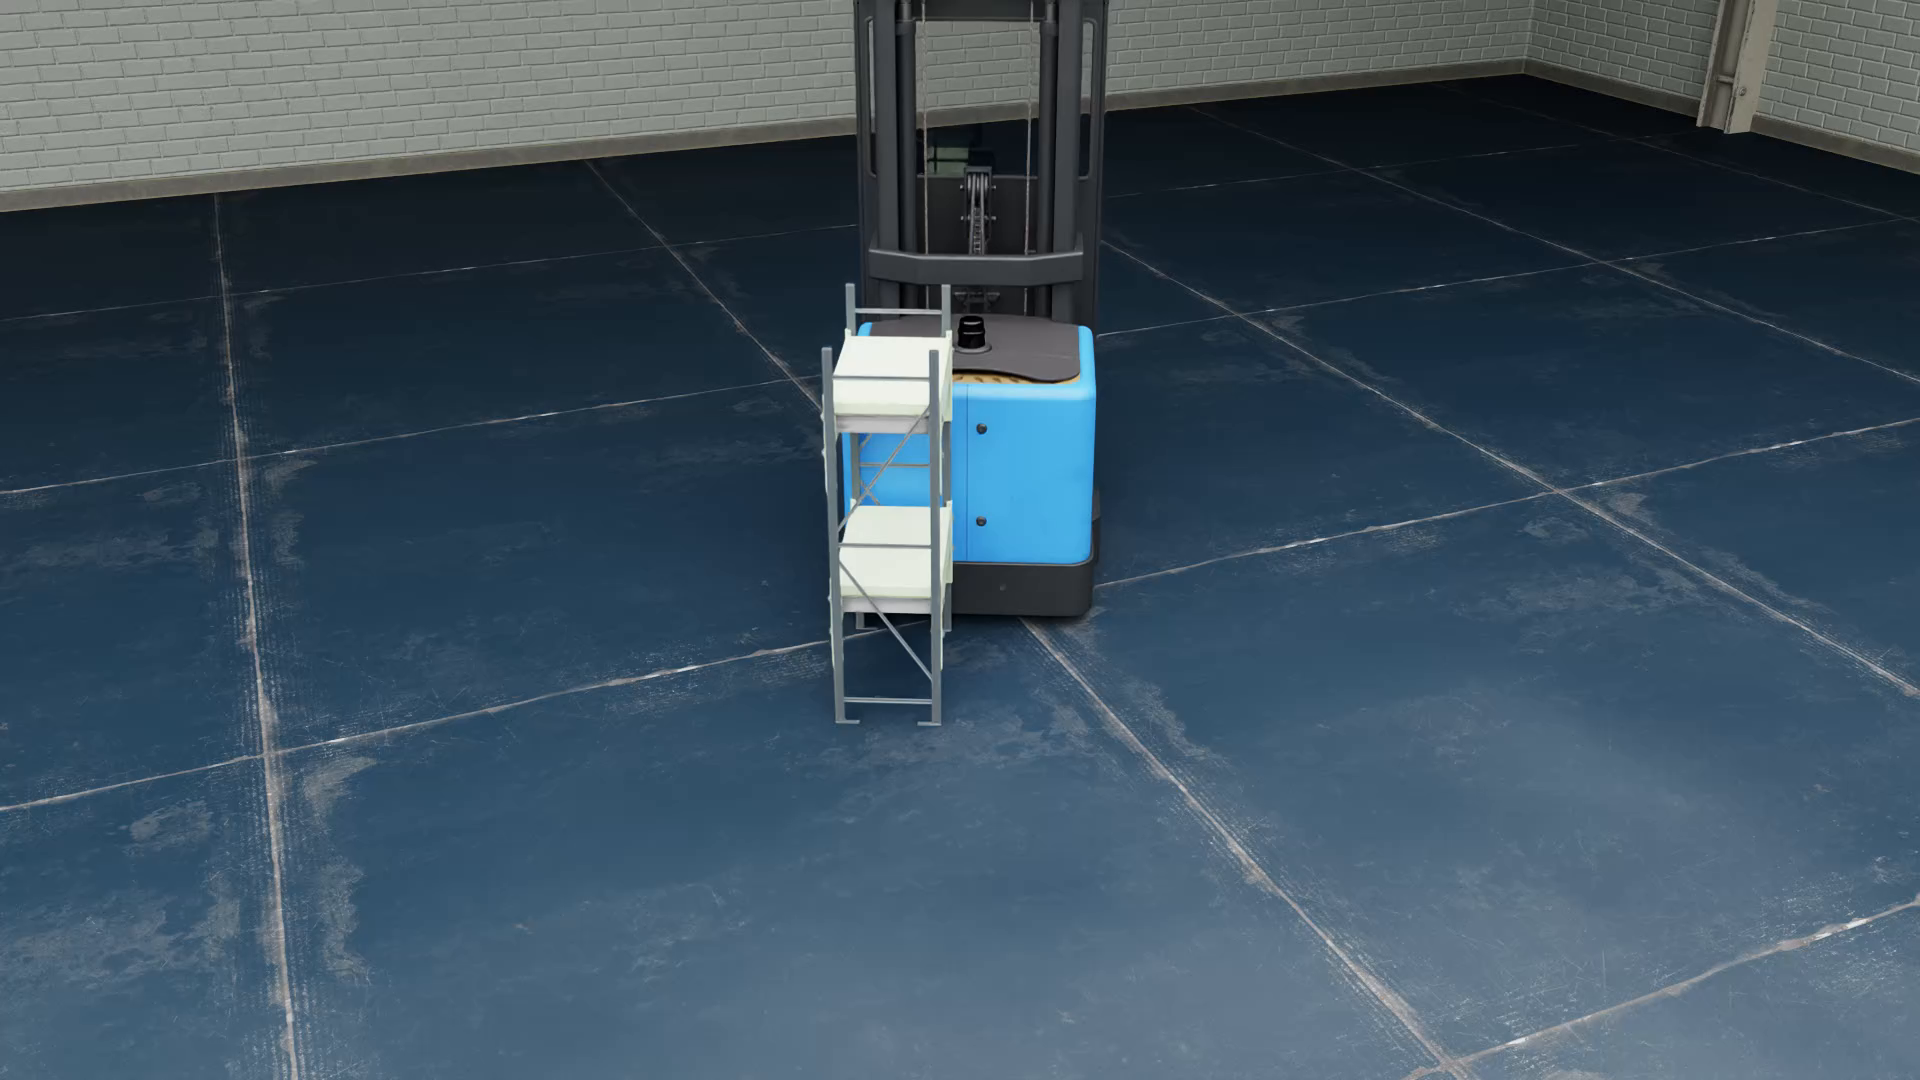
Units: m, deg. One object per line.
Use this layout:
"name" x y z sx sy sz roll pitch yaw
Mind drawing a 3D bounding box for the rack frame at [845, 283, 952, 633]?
"rack frame" -0.236 -0.295 6.645 0.400 1.500 0.023 1 26 3

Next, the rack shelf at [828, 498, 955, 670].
"rack shelf" -0.254 0.158 6.460 0.431 0.370 0.720 1 26 3

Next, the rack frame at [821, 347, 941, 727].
"rack frame" -0.272 0.026 5.988 0.400 1.500 0.023 1 26 3

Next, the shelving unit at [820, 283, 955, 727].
"shelving unit" -0.254 -0.135 6.317 0.431 1.500 0.755 1 26 3

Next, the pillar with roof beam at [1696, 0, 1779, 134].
"pillar with roof beam" 3.262 -7.199 12.239 9.100 9.000 0.400 -11 28 -21

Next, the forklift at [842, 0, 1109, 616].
"forklift" 0.102 -1.606 7.699 1.130 2.935 3.031 1 26 3

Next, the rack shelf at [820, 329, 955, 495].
"rack shelf" -0.254 -0.485 6.145 0.431 0.370 0.720 1 26 3
